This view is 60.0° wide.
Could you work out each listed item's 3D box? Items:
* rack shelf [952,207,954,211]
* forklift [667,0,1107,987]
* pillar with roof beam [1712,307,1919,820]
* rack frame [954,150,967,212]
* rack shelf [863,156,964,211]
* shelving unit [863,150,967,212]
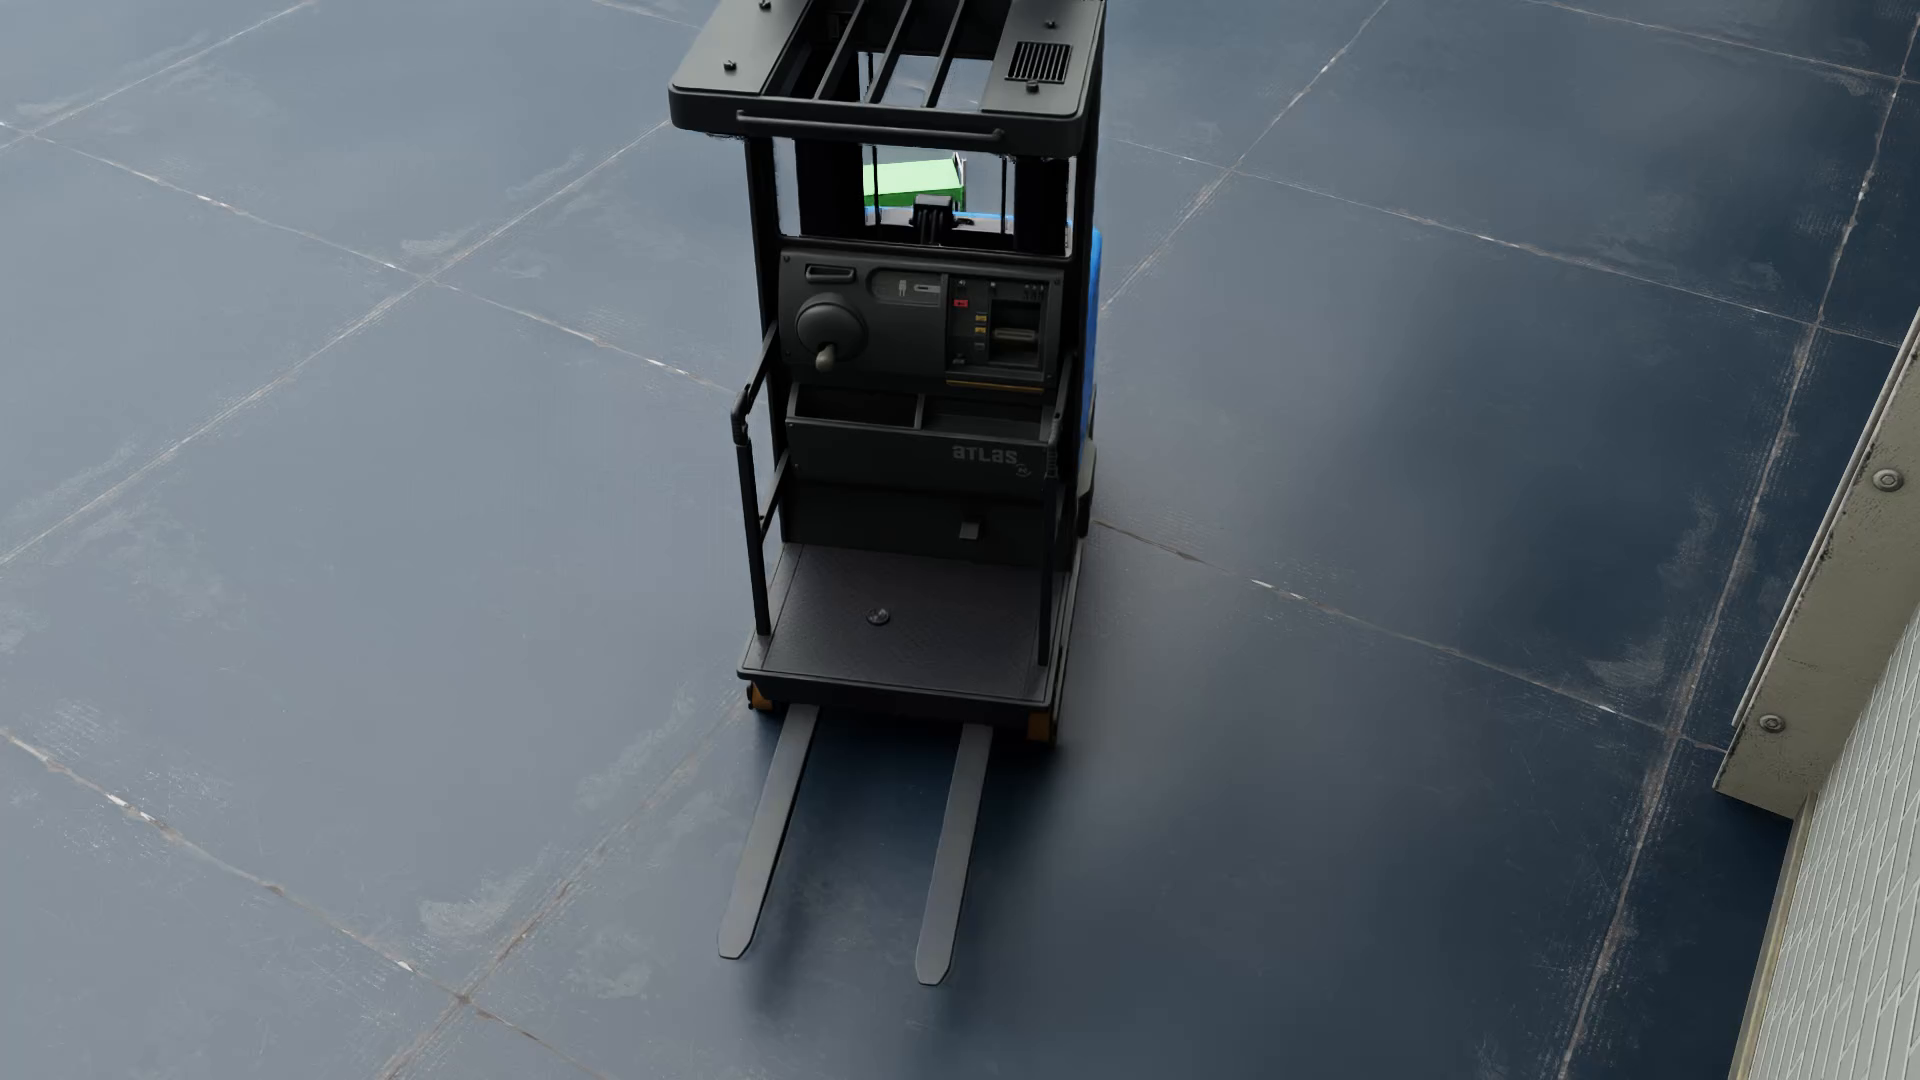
[{"bbox_3d":[-0.241,-1.258,7.005,0.480,0.148,0.258,-6,42,-7],"label":"rack shelf"},{"bbox_3d":[-0.162,-0.637,5.256,1.130,2.935,3.031,6,42,7],"label":"forklift"},{"bbox_3d":[-0.885,-4.000,4.483,9.100,9.000,0.400,21,45,22],"label":"pillar with roof beam"},{"bbox_3d":[0.001,-1.151,7.149,0.015,1.200,0.240,-6,42,-7],"label":"rack frame"},{"bbox_3d":[-0.241,-1.439,6.846,0.480,0.148,0.258,-6,42,-7],"label":"rack shelf"},{"bbox_3d":[-0.241,-1.126,7.121,0.503,1.200,0.258,-6,42,-7],"label":"shelving unit"}]
